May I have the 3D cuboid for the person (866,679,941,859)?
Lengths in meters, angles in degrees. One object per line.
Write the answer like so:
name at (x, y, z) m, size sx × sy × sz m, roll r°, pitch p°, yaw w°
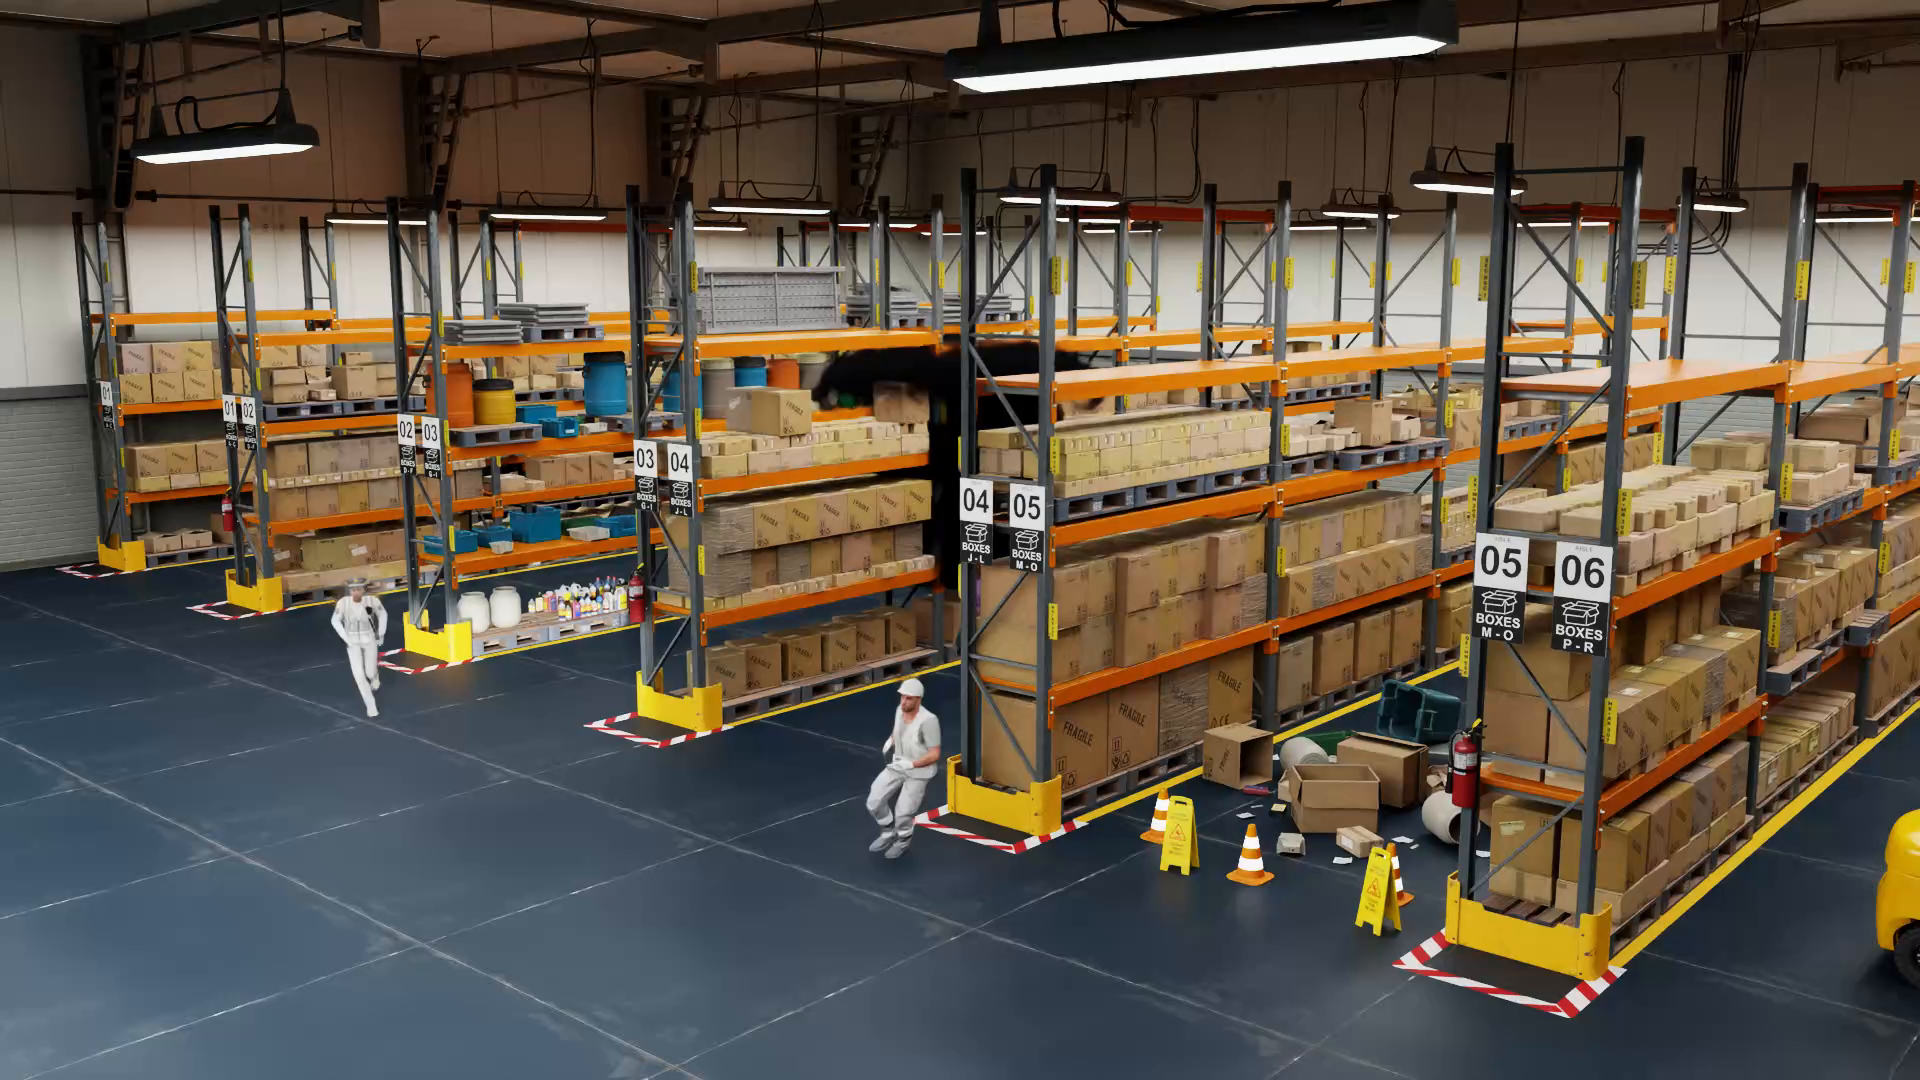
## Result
person at (-0.489, 1.993, 14.296) m, size 0.838 × 1.691 × 0.726 m, roll 6°, pitch 11°, yaw 32°

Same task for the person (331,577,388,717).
person at (-6.951, 1.182, 19.324) m, size 0.605 × 1.644 × 0.762 m, roll -2°, pitch 10°, yaw -11°

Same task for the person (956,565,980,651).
person at (0.185, 0.978, 19.948) m, size 0.535 × 1.465 × 0.867 m, roll 4°, pitch 10°, yaw 25°
